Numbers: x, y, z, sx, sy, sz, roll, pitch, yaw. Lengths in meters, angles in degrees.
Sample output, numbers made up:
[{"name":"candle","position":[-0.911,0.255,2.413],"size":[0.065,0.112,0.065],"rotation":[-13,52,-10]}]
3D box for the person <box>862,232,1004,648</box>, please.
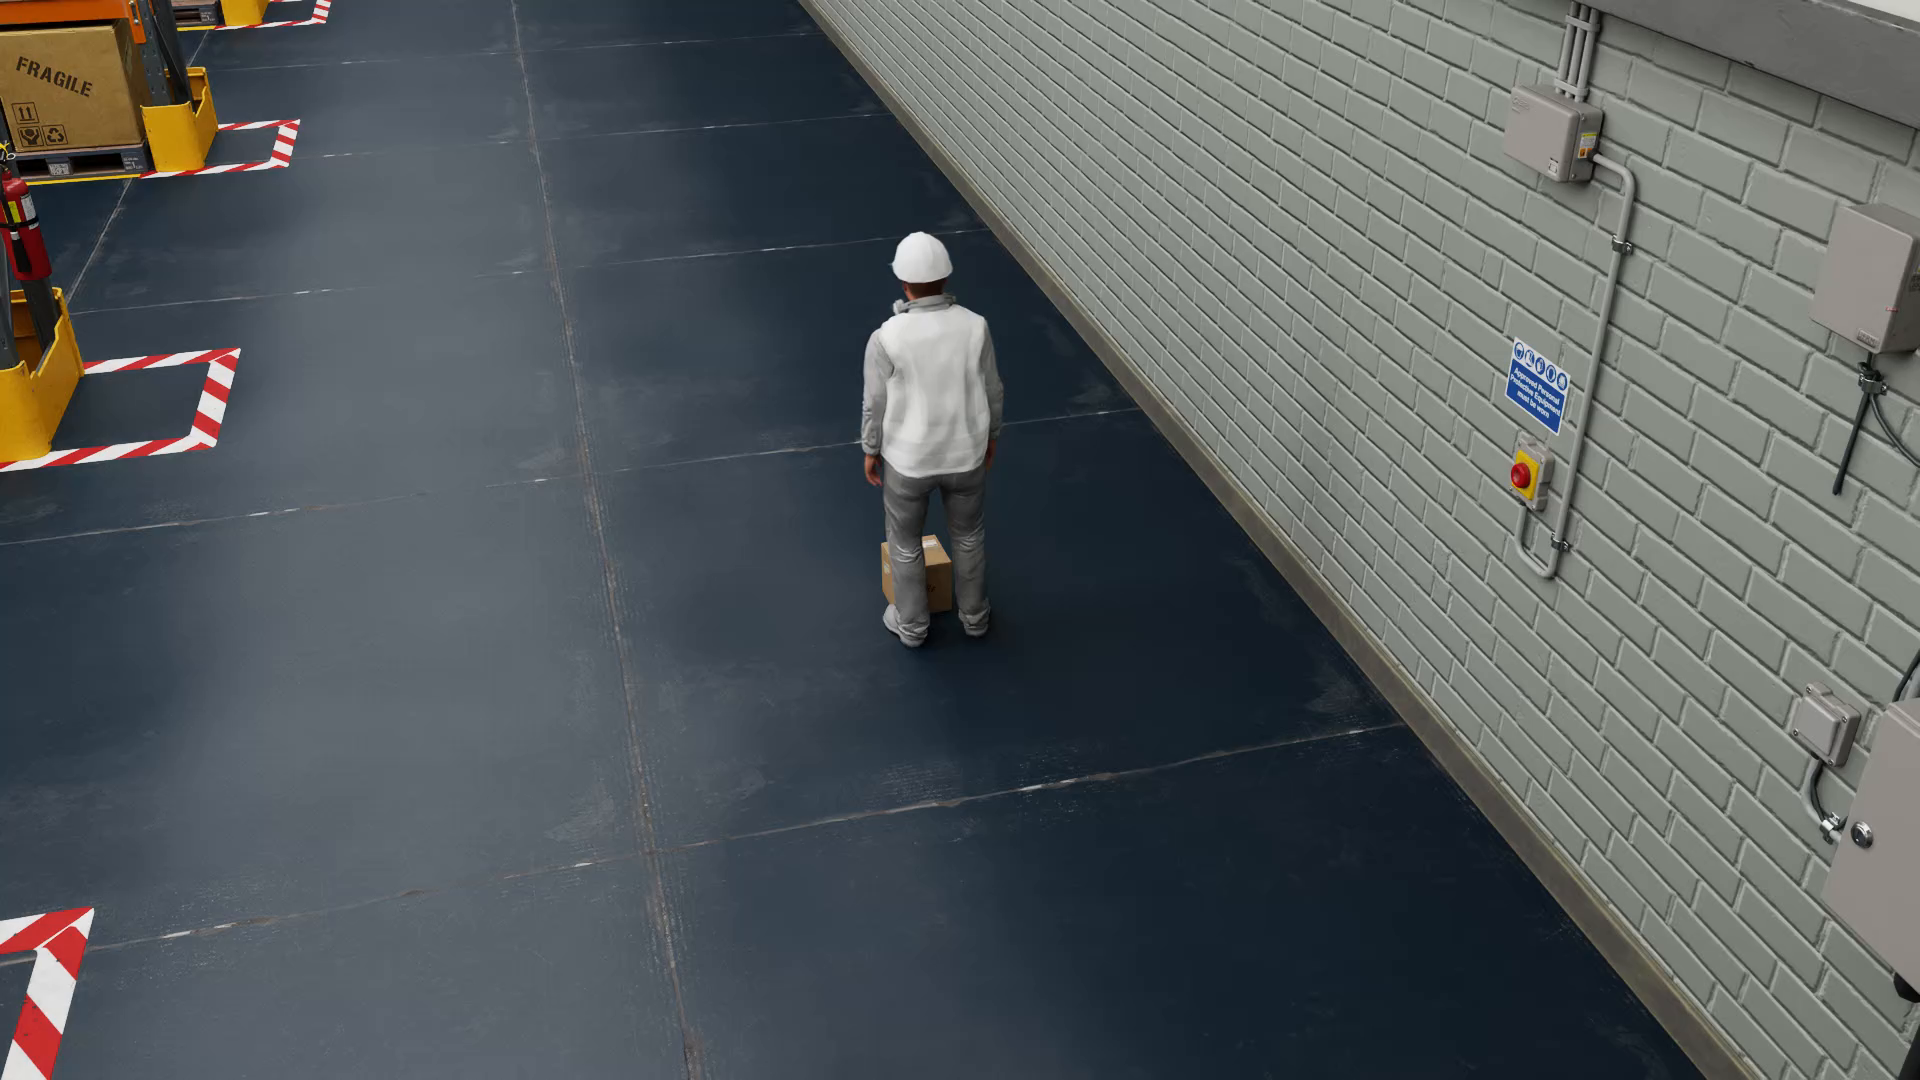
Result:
[{"name":"person","position":[-0.113,-0.375,6.753],"size":[0.580,1.769,0.462],"rotation":[-8,31,-13]}]
